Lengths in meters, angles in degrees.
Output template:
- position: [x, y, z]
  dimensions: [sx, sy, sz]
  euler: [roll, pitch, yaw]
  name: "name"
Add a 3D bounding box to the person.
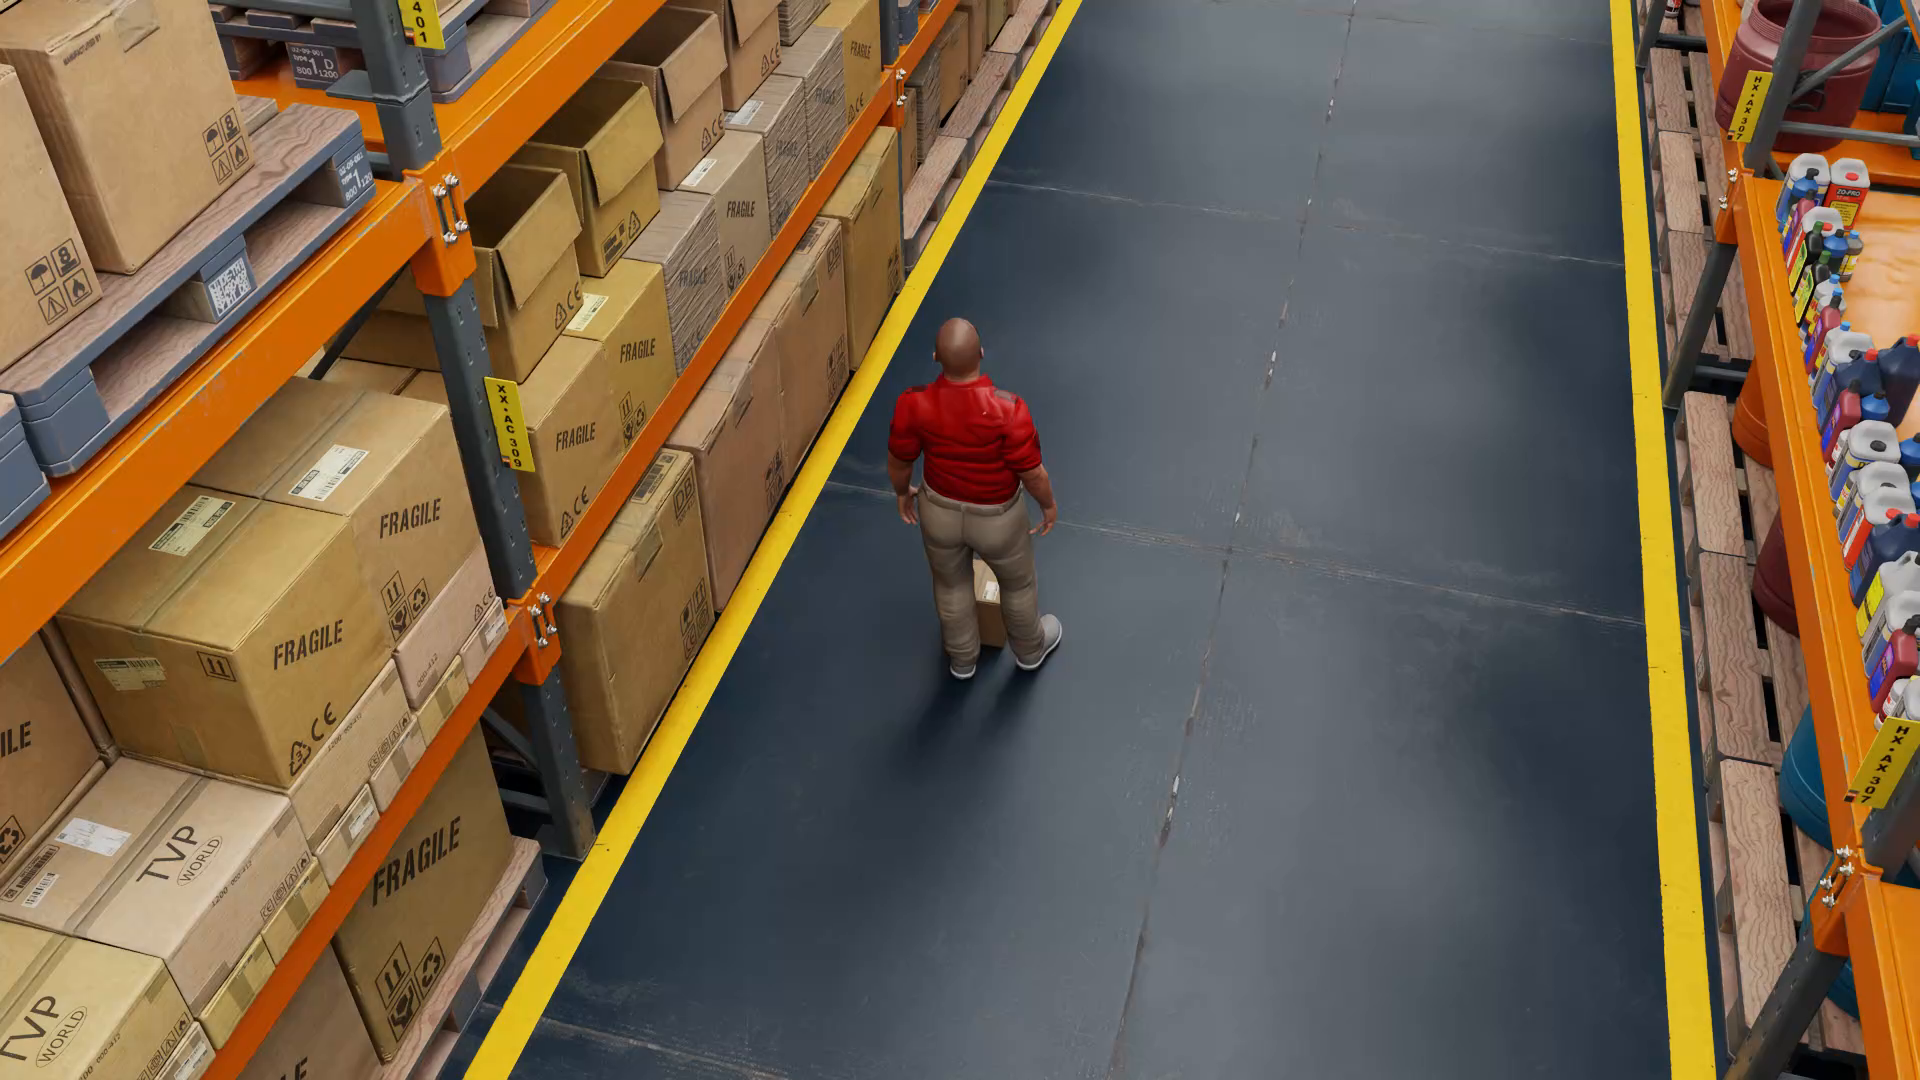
- position: [0.073, -0.170, 6.354]
  dimensions: [0.640, 1.728, 0.551]
  euler: [9, 42, 10]
  name: "person"
